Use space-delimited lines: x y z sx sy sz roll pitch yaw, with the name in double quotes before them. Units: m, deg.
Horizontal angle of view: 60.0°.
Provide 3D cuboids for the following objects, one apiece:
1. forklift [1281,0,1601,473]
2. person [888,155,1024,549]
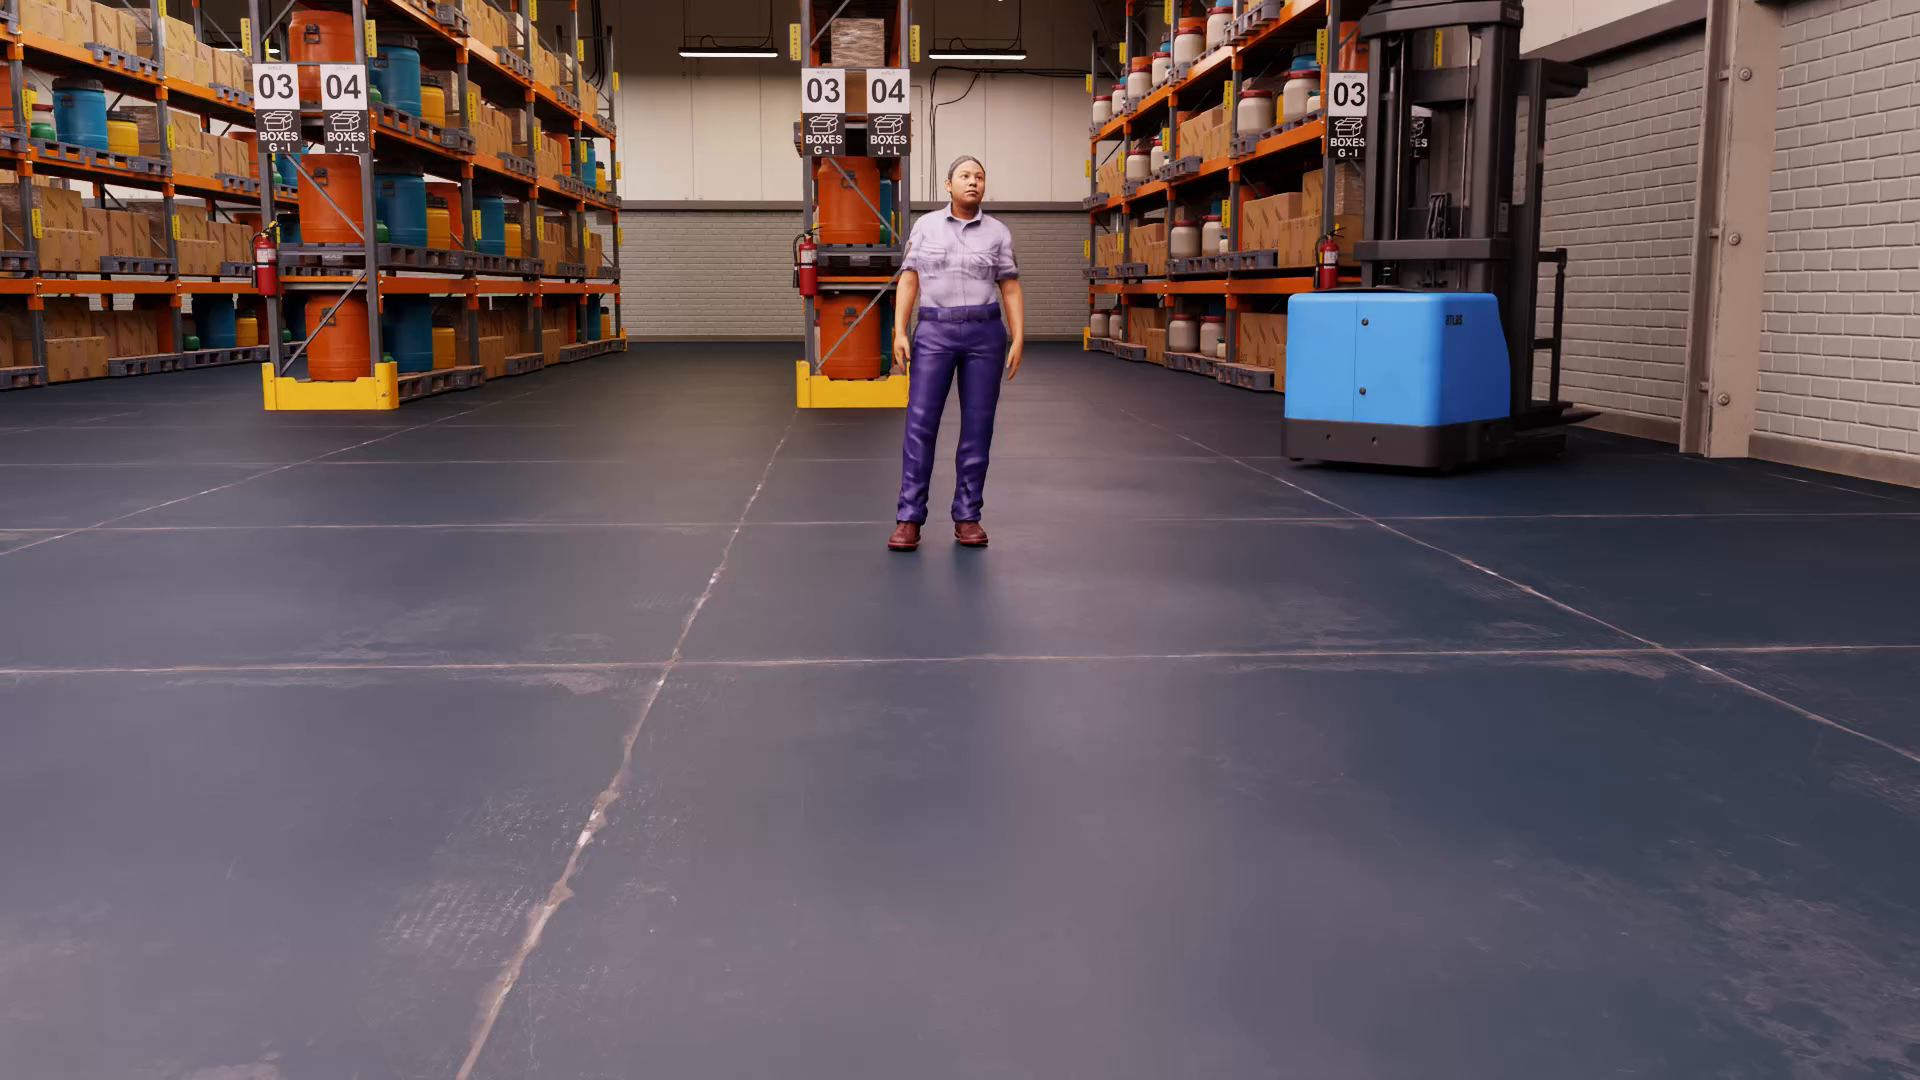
"forklift" 3.349 -2.010 10.872 1.130 2.935 3.031 7 11 41
"person" -0.017 -0.809 7.098 0.599 1.650 0.503 -1 8 -4
